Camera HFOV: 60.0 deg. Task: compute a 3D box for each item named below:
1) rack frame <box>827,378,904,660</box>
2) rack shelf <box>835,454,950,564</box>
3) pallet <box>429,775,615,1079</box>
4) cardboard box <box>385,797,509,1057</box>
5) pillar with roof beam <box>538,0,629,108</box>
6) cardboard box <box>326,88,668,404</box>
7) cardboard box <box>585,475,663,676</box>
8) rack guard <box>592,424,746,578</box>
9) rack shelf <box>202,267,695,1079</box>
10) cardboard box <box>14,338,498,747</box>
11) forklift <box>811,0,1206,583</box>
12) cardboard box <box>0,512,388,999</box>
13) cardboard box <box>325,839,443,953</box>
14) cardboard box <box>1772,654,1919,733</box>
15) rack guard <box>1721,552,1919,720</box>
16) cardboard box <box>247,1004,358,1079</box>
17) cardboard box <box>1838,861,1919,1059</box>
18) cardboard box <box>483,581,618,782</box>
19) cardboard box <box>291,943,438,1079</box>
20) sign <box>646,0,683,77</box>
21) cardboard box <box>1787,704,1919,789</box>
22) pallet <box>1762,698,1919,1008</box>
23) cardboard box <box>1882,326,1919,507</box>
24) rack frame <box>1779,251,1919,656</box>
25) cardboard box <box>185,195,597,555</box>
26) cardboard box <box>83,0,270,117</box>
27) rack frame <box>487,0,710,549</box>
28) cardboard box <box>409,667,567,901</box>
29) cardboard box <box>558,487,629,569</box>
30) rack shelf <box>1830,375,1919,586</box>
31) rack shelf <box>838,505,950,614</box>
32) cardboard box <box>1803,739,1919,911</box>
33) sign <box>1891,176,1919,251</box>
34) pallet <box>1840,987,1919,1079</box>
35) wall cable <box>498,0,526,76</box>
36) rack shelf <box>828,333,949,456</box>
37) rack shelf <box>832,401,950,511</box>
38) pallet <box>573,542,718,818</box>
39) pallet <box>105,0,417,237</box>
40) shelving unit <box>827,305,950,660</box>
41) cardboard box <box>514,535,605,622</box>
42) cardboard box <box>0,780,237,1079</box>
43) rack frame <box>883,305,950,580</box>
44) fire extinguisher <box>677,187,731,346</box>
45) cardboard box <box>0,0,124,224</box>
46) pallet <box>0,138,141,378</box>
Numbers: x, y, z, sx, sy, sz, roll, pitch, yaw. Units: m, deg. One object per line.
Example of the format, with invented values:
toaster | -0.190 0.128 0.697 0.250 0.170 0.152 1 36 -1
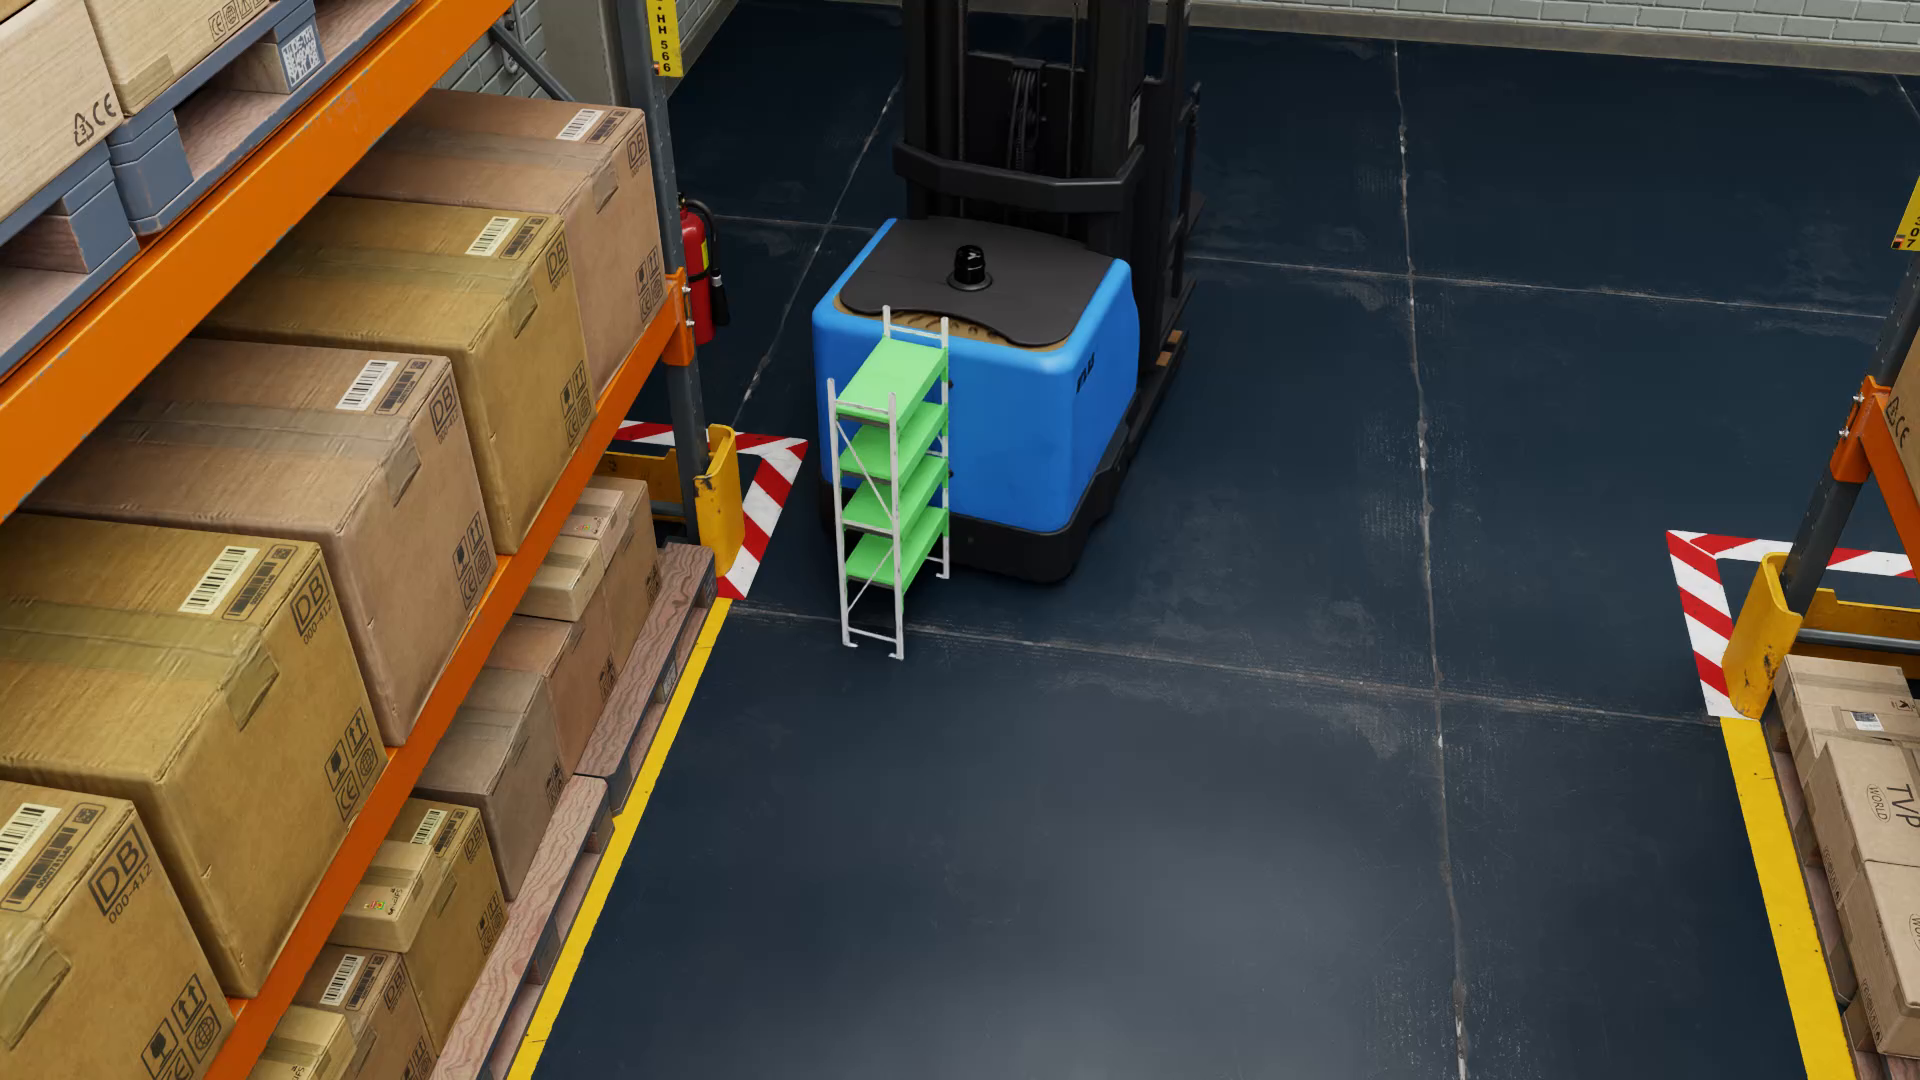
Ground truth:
rack frame | -0.325 -0.044 5.862 0.240 1.200 0.015 13 41 15
rack shelf | -0.241 -0.141 6.079 0.258 0.148 0.480 13 41 15
pallet | -1.749 1.194 5.141 1.003 0.211 1.213 6 40 8
cardboard box | -1.754 1.062 4.743 0.700 0.500 0.500 7 40 9
pillar with roof beam | 2.381 -4.782 5.472 9.100 9.000 0.400 6 40 8
cardboard box | -1.552 -0.949 5.309 0.980 0.700 0.700 8 40 10
cardboard box | -1.497 0.097 5.911 0.700 0.500 0.500 6 40 8
rack guard | -1.470 -0.207 6.607 1.175 0.500 0.348 6 40 8
rack shelf | -1.820 0.378 4.504 1.077 0.370 4.000 6 40 8
cardboard box | -1.808 -0.014 4.177 0.980 0.700 0.700 5 40 6
forklift | 0.422 -1.910 6.760 1.130 2.935 3.031 13 41 15
cardboard box | -1.924 0.444 3.624 0.980 0.700 0.700 5 40 7
cardboard box | -1.607 0.927 4.398 0.380 0.149 0.250 5 40 6
cardboard box | 2.995 0.543 5.631 0.380 0.149 0.250 6 40 8
rack guard | 3.393 0.400 5.874 1.175 0.500 0.348 6 40 8
cardboard box | -1.697 1.254 4.002 0.380 0.149 0.250 8 40 9
cardboard box | 2.859 1.217 4.737 0.500 0.250 0.500 6 40 8
cardboard box | -1.583 0.411 5.531 0.700 0.500 0.500 6 40 8
cardboard box | -1.846 1.384 4.354 0.700 0.500 0.500 6 40 7
sign | -0.942 -1.624 5.265 0.100 0.325 0.005 6 40 8
cardboard box | 2.951 0.693 5.436 0.380 0.166 0.250 6 40 8
pallet | 3.256 1.012 5.361 1.003 0.211 1.213 6 40 8
cardboard box | 3.069 -0.400 4.801 0.500 0.500 0.500 7 40 9
rack frame | 3.406 -0.611 5.135 1.000 3.000 0.127 6 40 8
cardboard box | -1.667 -0.491 4.755 0.980 0.700 0.700 6 40 7
cardboard box | -1.603 -0.989 2.947 0.500 0.250 0.500 5 40 6
rack frame | -1.474 -1.155 5.793 1.000 3.000 0.127 6 40 8
cardboard box | -1.669 0.727 5.149 0.700 0.500 0.500 5 40 6
cardboard box | -1.339 -0.052 5.582 0.380 0.149 0.250 6 40 7
rack shelf | 3.060 0.921 3.846 1.077 0.370 4.000 6 40 8
rack shelf | -0.241 0.044 6.232 0.258 0.148 0.480 13 41 15
cardboard box | 2.946 0.903 5.116 0.500 0.250 0.500 6 40 8
sign | 2.871 -1.004 4.931 0.100 0.325 0.005 6 40 8
pallet | 3.042 1.775 4.437 1.003 0.211 1.213 6 40 8
wall cable | -2.184 -2.454 6.567 0.084 1.984 1.851 6 40 8
rack shelf | -0.241 -0.511 5.773 0.258 0.148 0.480 13 41 15
rack shelf | -0.241 -0.326 5.926 0.258 0.148 0.480 13 41 15
pallet | -1.535 0.430 6.064 1.003 0.211 1.213 6 40 8
pallet | -1.801 -1.042 3.372 1.003 0.211 1.213 6 40 8
shelving unit | -0.241 -0.190 6.038 0.258 1.200 0.503 13 41 15
cardboard box | -1.383 0.108 5.388 0.380 0.149 0.250 7 40 9
cardboard box | -2.056 0.901 3.070 0.980 0.700 0.700 7 40 8
rack frame | -0.157 -0.336 6.215 0.240 1.200 0.015 13 41 15
fire extinguisher | -0.993 -1.025 5.989 0.296 0.674 0.183 6 40 8
cardboard box | -1.685 -0.666 2.557 0.500 0.250 0.500 6 40 7
pallet | -2.014 -0.279 2.449 1.003 0.211 1.213 6 40 8
